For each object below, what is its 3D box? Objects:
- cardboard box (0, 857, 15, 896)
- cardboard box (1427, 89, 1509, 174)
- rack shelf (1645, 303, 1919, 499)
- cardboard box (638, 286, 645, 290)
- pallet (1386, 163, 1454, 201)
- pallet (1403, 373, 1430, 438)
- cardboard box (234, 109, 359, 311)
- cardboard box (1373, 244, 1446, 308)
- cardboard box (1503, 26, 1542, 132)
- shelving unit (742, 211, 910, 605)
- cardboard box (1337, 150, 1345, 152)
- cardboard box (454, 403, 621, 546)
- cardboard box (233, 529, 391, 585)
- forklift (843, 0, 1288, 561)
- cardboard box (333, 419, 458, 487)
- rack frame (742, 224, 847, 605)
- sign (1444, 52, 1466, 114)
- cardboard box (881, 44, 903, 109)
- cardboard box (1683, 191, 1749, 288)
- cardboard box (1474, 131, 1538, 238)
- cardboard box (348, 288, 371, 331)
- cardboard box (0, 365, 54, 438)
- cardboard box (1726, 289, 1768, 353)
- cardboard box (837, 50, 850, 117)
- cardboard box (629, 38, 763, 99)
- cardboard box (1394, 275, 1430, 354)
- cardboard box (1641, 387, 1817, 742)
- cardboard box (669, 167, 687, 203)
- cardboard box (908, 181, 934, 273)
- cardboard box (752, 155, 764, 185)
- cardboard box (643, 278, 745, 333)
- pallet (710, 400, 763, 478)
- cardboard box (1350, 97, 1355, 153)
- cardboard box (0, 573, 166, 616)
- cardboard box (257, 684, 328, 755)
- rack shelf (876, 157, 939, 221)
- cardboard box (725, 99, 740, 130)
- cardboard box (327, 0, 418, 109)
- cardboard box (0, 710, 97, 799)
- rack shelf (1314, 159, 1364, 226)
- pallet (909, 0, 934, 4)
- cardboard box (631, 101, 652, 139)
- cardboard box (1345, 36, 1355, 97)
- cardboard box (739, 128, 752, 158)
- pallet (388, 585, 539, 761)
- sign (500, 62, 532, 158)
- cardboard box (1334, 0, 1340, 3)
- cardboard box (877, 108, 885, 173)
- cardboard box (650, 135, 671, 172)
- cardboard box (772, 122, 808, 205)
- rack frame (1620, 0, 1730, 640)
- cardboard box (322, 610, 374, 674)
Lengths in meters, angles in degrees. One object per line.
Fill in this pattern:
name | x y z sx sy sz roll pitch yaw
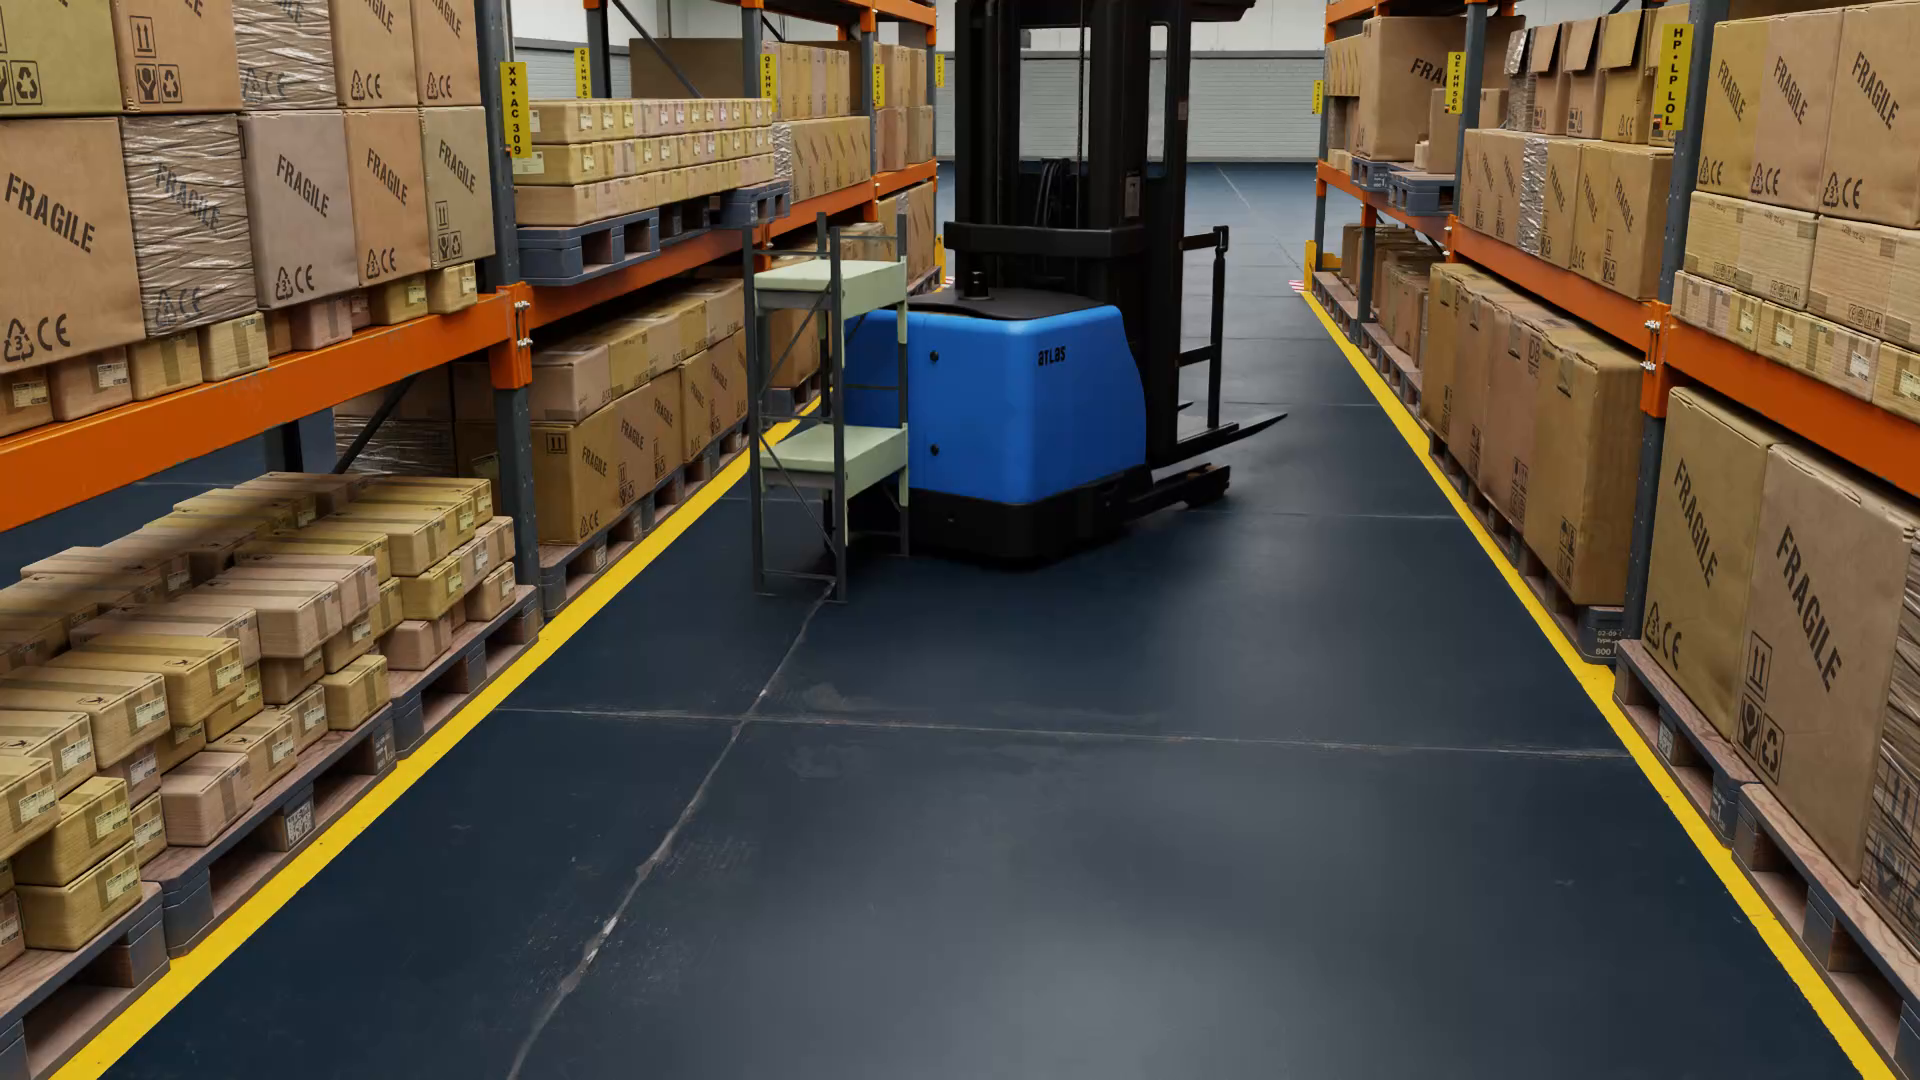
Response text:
cardboard box | -2.216 0.694 3.434 0.380 0.149 0.250 2 15 7
cardboard box | 3.247 -2.514 10.217 0.700 0.500 0.500 4 16 15
rack shelf | 2.586 -0.071 3.555 1.077 0.370 4.000 2 15 6
cardboard box | -1.973 -1.333 9.392 0.500 0.250 0.500 1 15 4
pallet | 3.445 -2.396 11.145 1.003 0.211 1.213 2 15 6
pallet | 3.352 -0.831 10.330 1.003 0.211 1.213 2 15 6
cardboard box | -1.997 -0.904 4.496 0.500 0.500 0.500 2 15 6
cardboard box | 3.856 -2.259 14.254 0.500 0.500 0.500 7 17 24
cardboard box | 3.164 -2.318 8.373 0.797 0.503 0.637 2 15 8
shelving unit | -0.534 -0.571 6.902 0.431 1.500 0.755 5 16 18
cardboard box | 3.763 -3.602 15.718 0.380 0.149 0.250 2 15 6
cardboard box | -1.759 -0.289 6.968 0.500 0.500 0.500 2 15 8
cardboard box | -2.004 0.074 5.158 0.380 0.149 0.250 2 15 8
forklift | 0.720 -1.654 8.163 1.130 2.935 3.031 11 18 34
cardboard box | -2.272 -0.304 7.026 0.500 0.500 0.500 1 15 5
rack frame | -0.649 -0.481 6.567 0.400 1.500 0.023 5 16 18
sign | 2.722 -2.508 9.126 0.100 0.325 0.005 2 15 6
cardboard box | -0.983 -4.154 14.923 0.875 0.550 0.550 2 15 6
cardboard box | 2.498 -0.894 4.938 0.500 0.250 0.500 1 15 5
cardboard box | 2.881 -1.771 8.272 0.500 0.500 0.500 1 15 5
cardboard box | -2.013 -0.704 5.002 0.380 0.149 0.250 1 15 5
cardboard box | -2.176 -0.301 3.510 0.380 0.149 0.250 2 15 6
cardboard box | 2.389 -0.612 4.660 0.380 0.149 0.250 2 15 8
cardboard box | -1.253 -3.586 13.070 0.700 0.500 0.500 1 15 5
cardboard box | -1.594 -2.794 10.140 0.700 0.500 0.500 2 15 6
cardboard box | 3.488 -1.590 11.743 0.700 0.500 0.500 0 15 1
cardboard box | 2.657 0.055 4.978 0.875 0.875 0.875 2 15 6
cardboard box | -1.462 -1.618 7.576 0.380 0.149 0.250 1 15 5
cardboard box | -0.762 -3.221 17.092 0.875 0.875 0.875 2 15 7
cardboard box | -1.283 -2.022 9.071 0.380 0.149 0.250 2 15 6
cardboard box | -1.471 -1.319 9.343 0.500 0.250 0.500 1 15 5
pallet | -1.744 -0.598 9.468 1.003 0.211 1.213 2 15 6
cardboard box | 3.971 -3.708 14.868 0.875 0.500 0.500 2 15 6
cardboard box | -2.485 0.202 4.685 0.380 0.149 0.250 1 15 4
cardboard box | -2.024 0.510 4.685 0.380 0.149 0.250 2 15 7
rack shelf | -0.977 -3.355 15.703 1.077 0.370 4.000 2 15 6
cardboard box | -1.341 -2.172 8.486 0.380 0.149 0.250 2 15 8
cardboard box | -1.943 -1.519 4.858 0.500 0.500 0.500 1 15 4
cardboard box | -2.147 0.485 3.638 0.380 0.149 0.250 1 15 4
rack shelf | 3.940 -3.183 15.065 1.077 0.370 4.000 2 15 6
pallet | -0.825 -5.434 16.434 1.003 0.211 1.213 2 15 6
cardboard box | -1.517 -1.770 6.998 0.380 0.149 0.250 1 15 6
cardboard box | 3.604 -4.070 14.292 0.500 0.500 0.500 2 15 6
cardboard box | -1.313 -2.092 8.761 0.380 0.149 0.250 2 15 8
pallet | -2.146 0.412 5.733 1.003 0.211 1.213 2 15 6
sign | -1.566 -1.513 5.852 0.100 0.325 0.005 2 15 6
cardboard box | 3.802 -5.173 15.589 0.500 0.250 0.500 1 15 5
cardboard box | -1.134 -3.496 14.556 0.875 0.550 0.550 2 15 6
cardboard box | -1.491 -1.694 7.289 0.380 0.149 0.250 2 15 9
cardboard box | -1.281 -2.435 10.730 0.500 0.500 0.500 2 15 6
rack frame | 2.811 -0.937 5.380 1.000 3.000 0.127 2 15 6
cardboard box | -1.991 0.281 4.963 0.380 0.149 0.250 2 15 8
